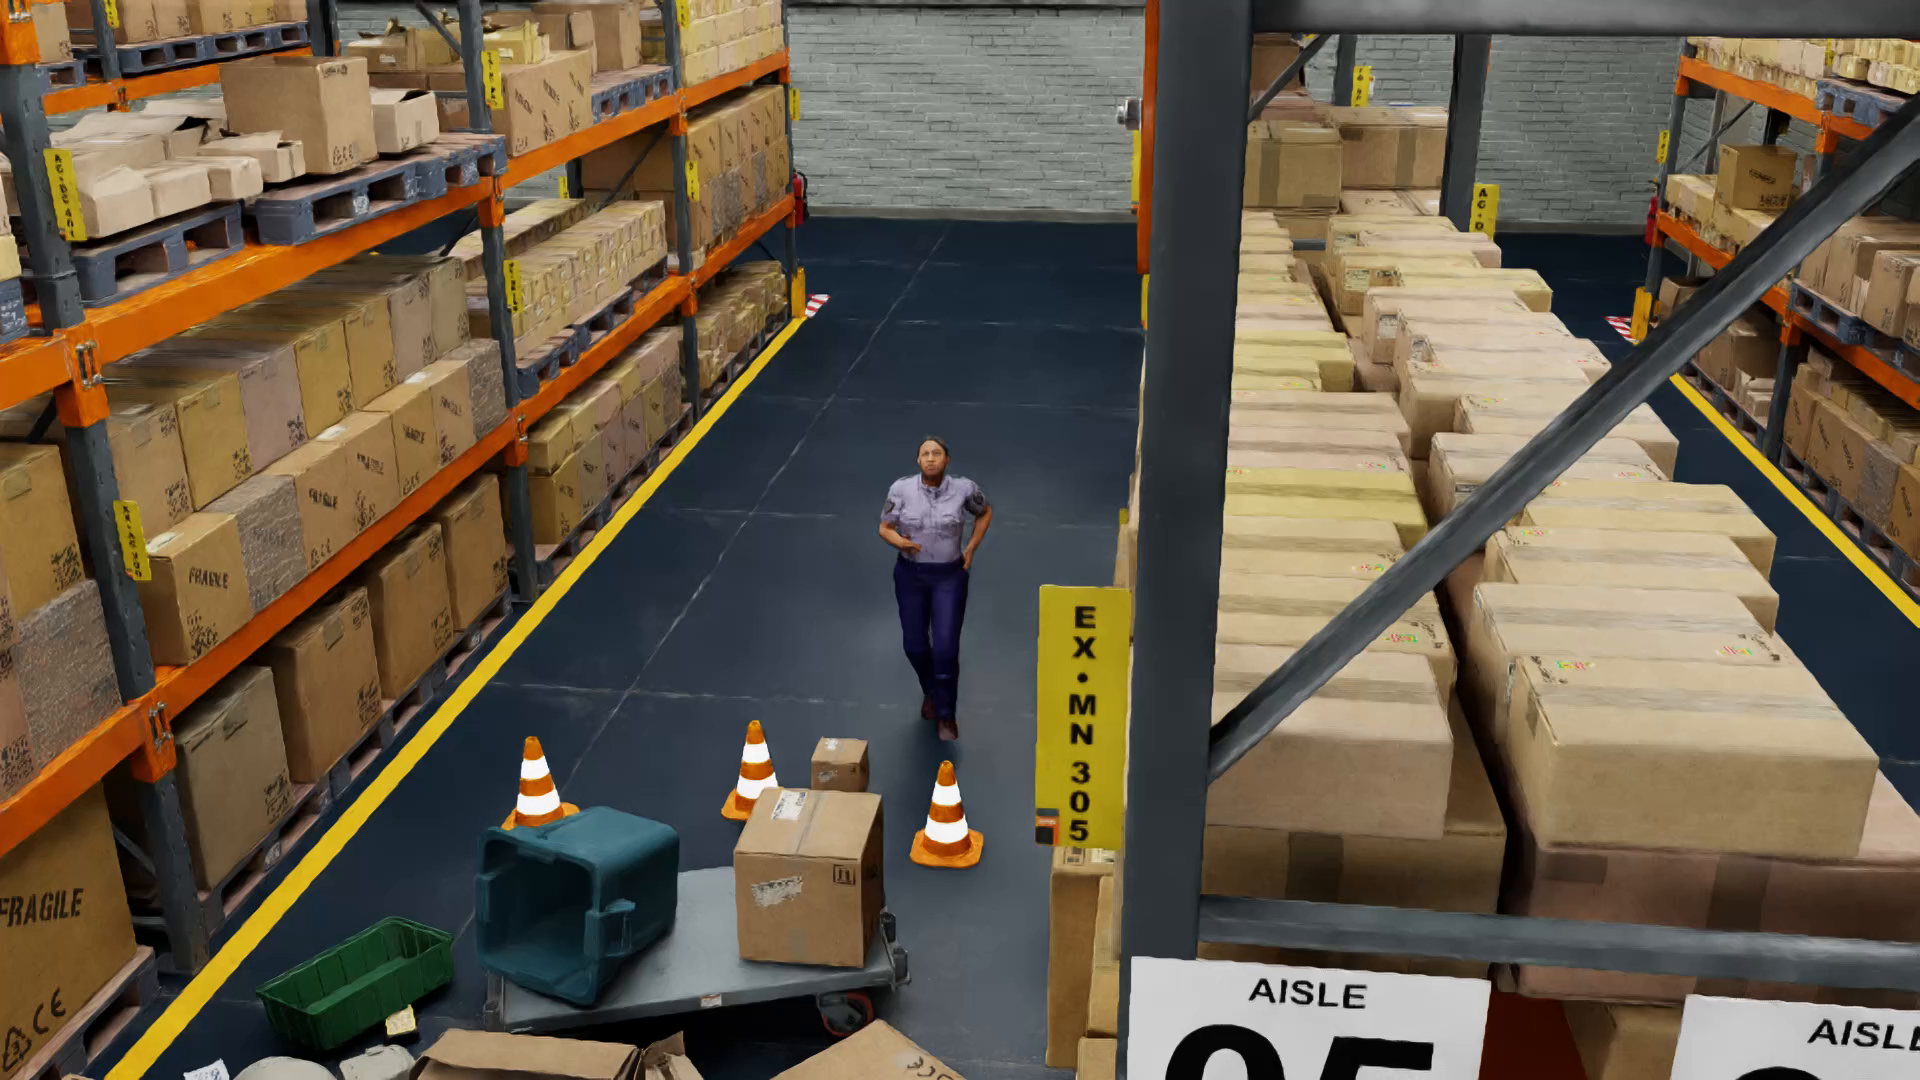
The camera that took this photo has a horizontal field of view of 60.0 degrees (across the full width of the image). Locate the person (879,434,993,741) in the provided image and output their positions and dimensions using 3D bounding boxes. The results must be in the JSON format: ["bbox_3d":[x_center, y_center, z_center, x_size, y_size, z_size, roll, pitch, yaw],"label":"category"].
[{"bbox_3d":[-0.152,0.257,9.065,0.586,1.660,0.627,3,22,9],"label":"person"}]
